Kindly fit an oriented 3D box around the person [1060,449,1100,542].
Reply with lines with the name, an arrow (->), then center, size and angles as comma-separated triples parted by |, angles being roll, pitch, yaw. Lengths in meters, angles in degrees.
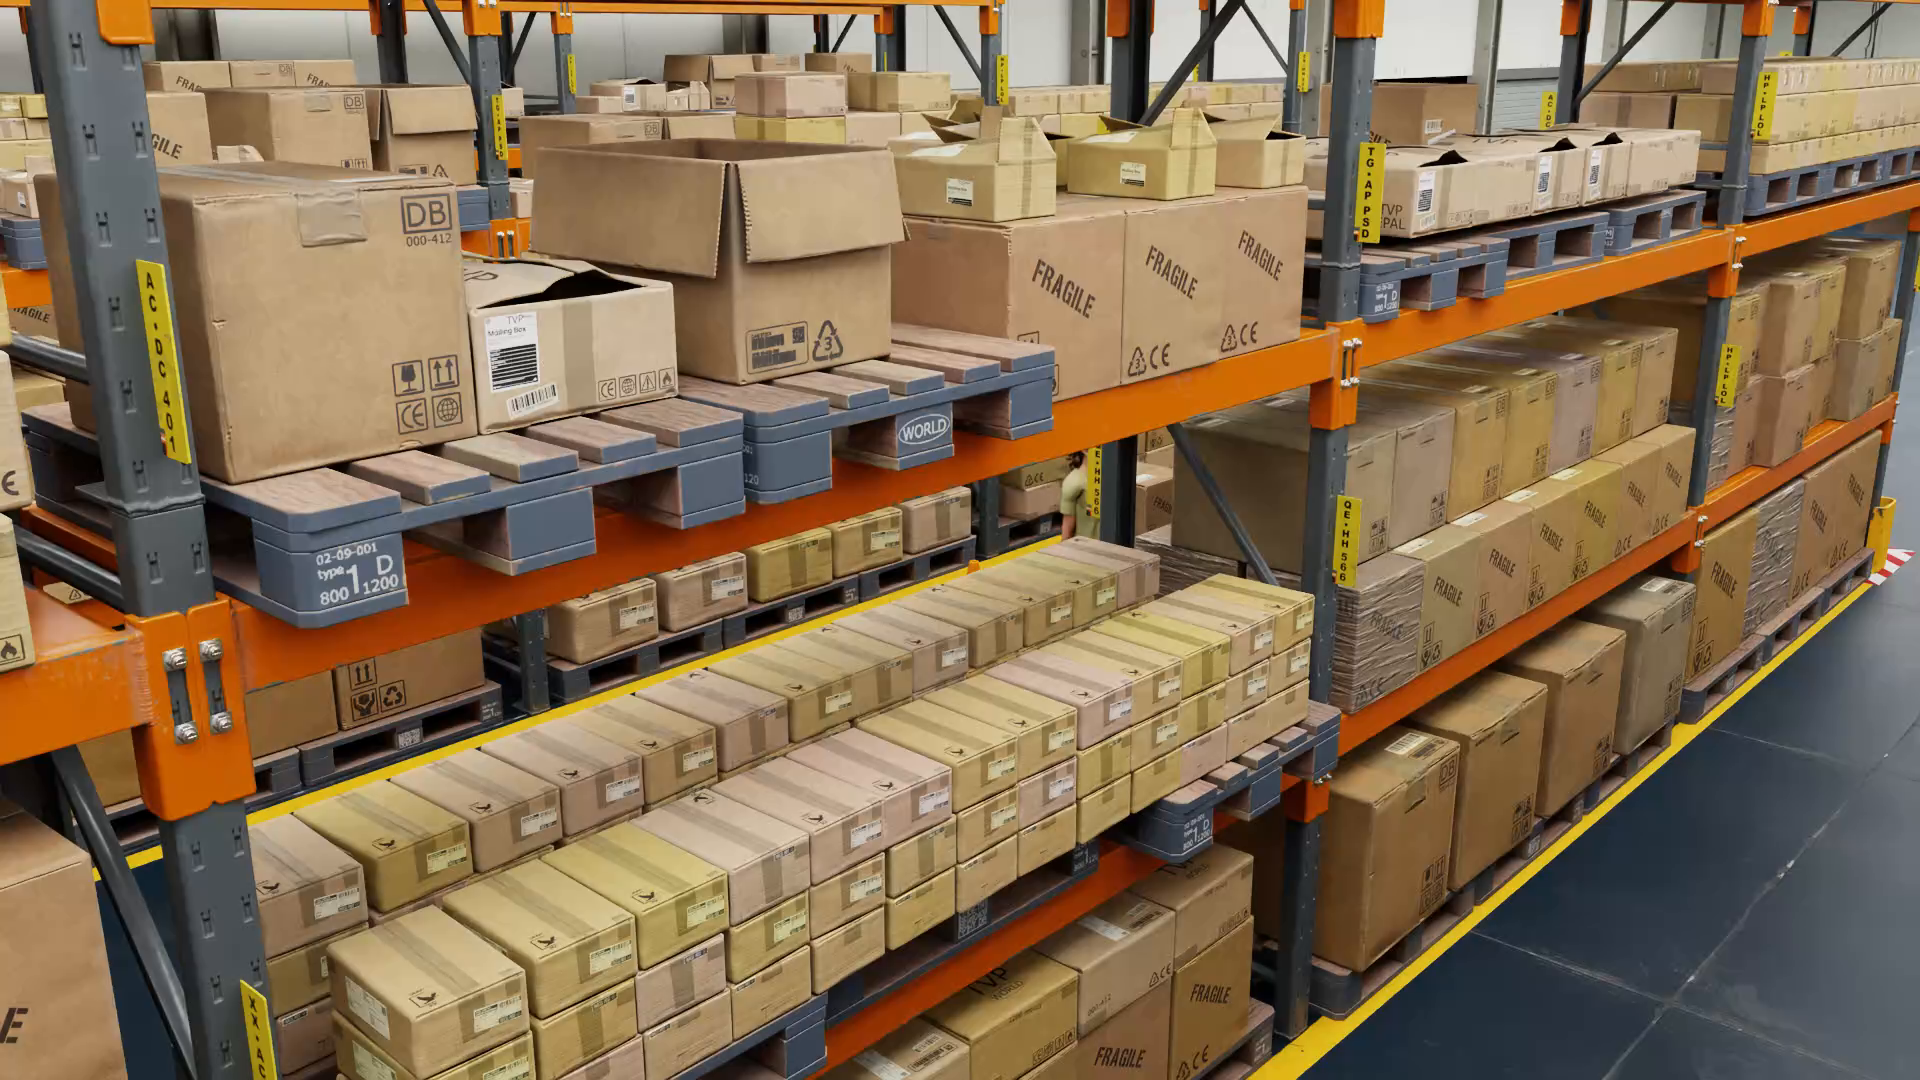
person -> 0.811, 0.152, 9.569 | 0.472, 1.669, 0.441 | 15, 22, 40
